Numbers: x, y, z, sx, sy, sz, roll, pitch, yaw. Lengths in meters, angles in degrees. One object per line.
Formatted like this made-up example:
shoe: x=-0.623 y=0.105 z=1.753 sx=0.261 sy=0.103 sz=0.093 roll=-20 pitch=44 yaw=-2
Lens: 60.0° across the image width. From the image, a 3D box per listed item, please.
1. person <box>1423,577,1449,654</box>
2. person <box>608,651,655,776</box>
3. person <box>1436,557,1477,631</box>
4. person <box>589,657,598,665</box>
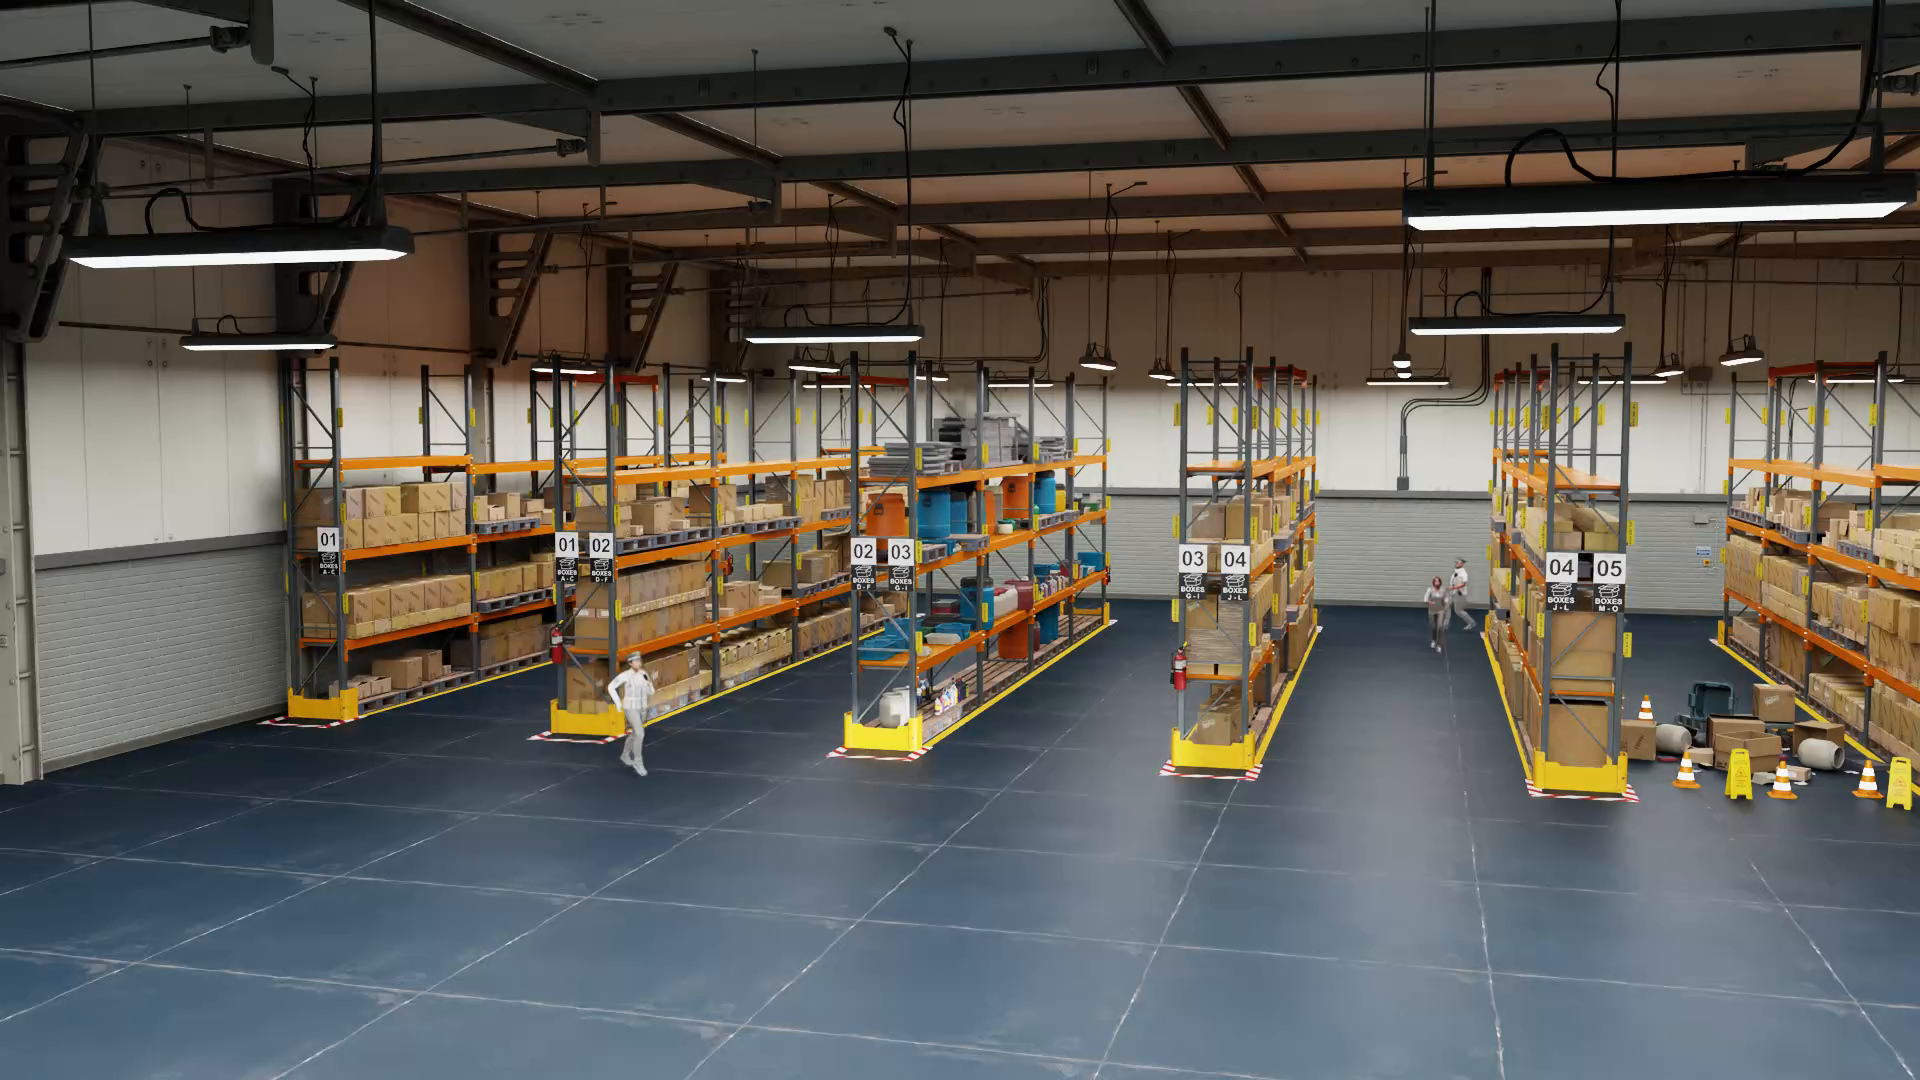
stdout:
person: x=10.182 y=1.593 z=35.598 sx=0.528 sy=1.635 sz=0.746 roll=1 pitch=4 yaw=14
person: x=-4.598 y=2.434 z=23.508 sx=0.758 sy=1.755 sz=0.582 roll=3 pitch=5 yaw=37
person: x=11.661 y=1.277 z=39.007 sx=0.913 sy=1.781 sz=0.690 roll=0 pitch=4 yaw=3
person: x=-6.521 y=1.944 z=30.315 sx=0.543 sy=1.720 sz=0.723 roll=1 pitch=4 yaw=8
